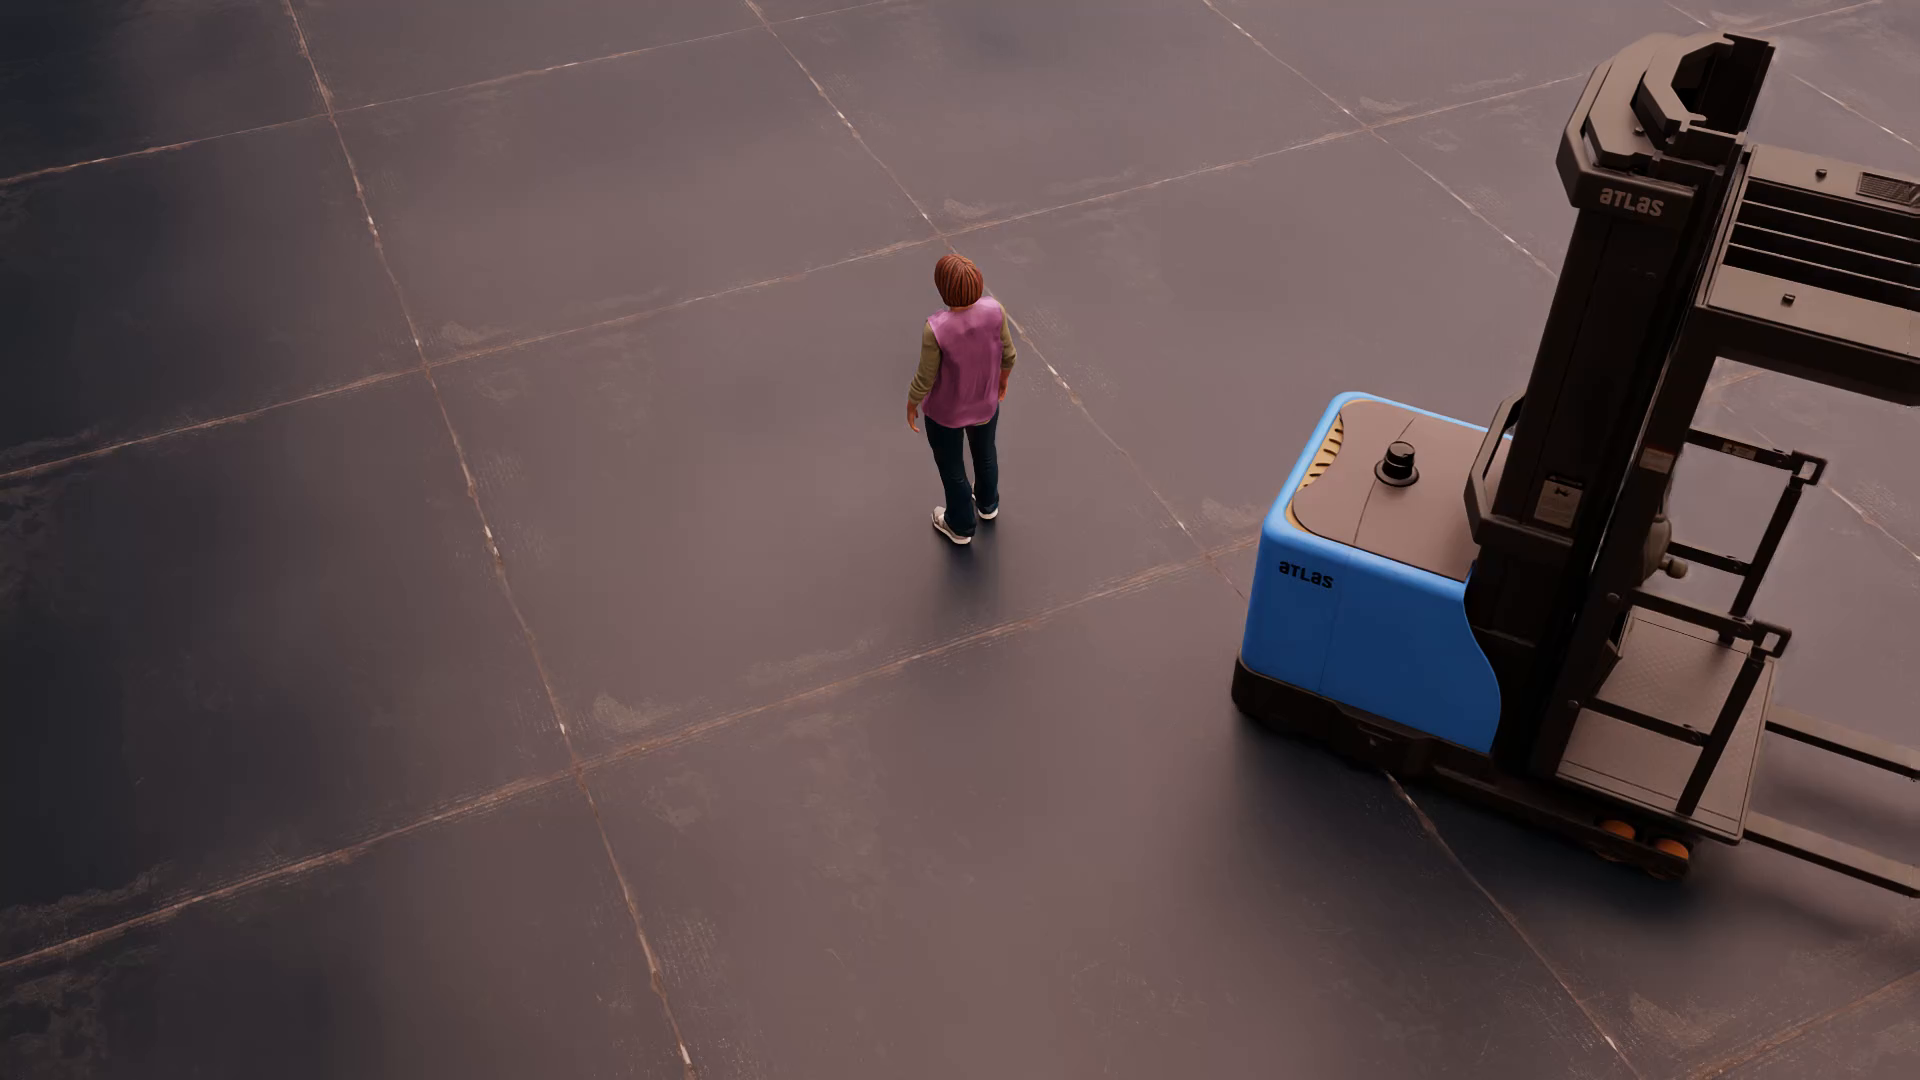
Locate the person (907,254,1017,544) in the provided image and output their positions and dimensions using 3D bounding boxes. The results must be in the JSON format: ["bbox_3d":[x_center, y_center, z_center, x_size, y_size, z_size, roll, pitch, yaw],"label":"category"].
[{"bbox_3d":[-0.018,-0.639,7.332,0.520,1.596,0.475,-18,46,-18],"label":"person"}]

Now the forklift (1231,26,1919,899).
[{"bbox_3d":[2.695,-0.177,5.870,3.031,2.935,1.130,19,46,19],"label":"forklift"}]
